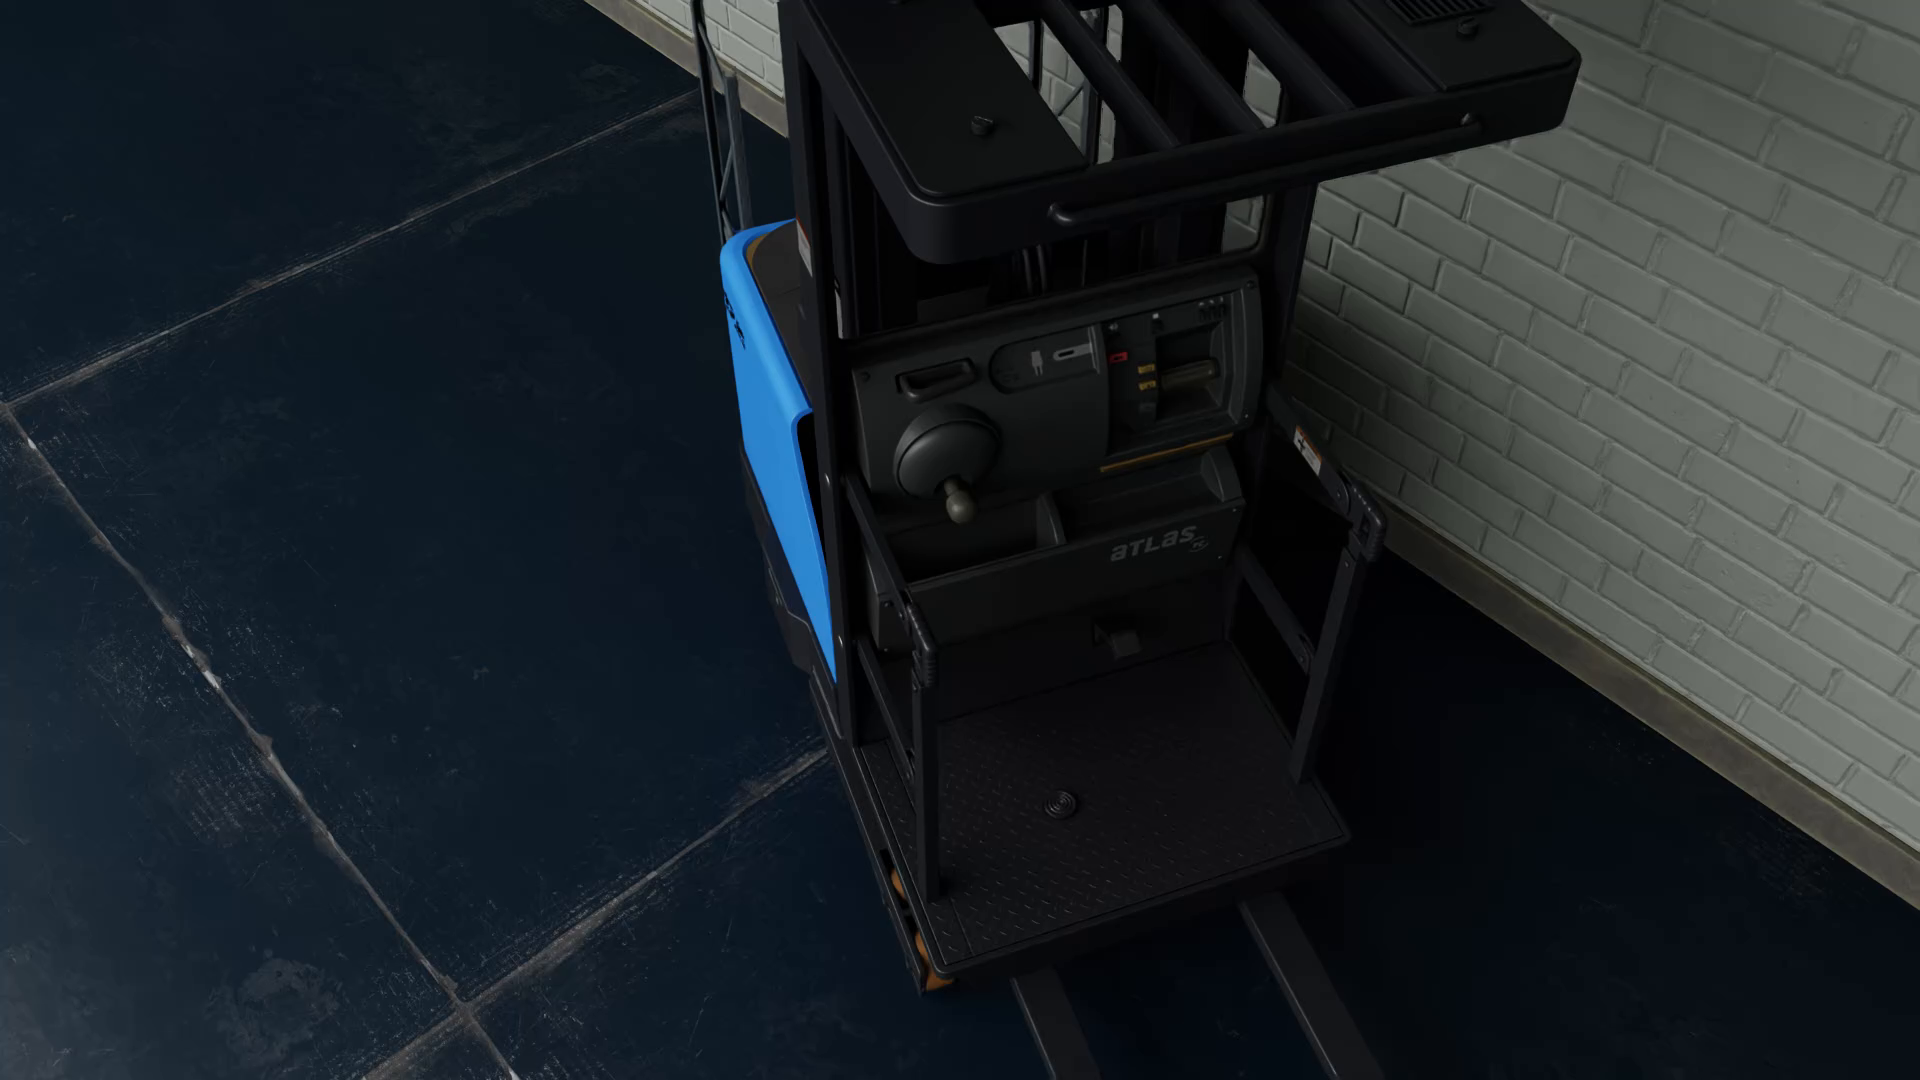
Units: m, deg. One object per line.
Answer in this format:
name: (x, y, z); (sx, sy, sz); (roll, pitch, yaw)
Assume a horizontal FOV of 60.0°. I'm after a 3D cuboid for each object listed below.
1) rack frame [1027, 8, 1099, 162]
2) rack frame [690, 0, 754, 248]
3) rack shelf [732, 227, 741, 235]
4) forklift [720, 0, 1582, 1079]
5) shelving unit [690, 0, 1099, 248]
rack frame: (0.300, -1.092, 5.237); (0.032, 1.500, 0.500); (-13, 49, -12)
rack frame: (-0.669, -0.864, 5.027); (0.032, 1.500, 0.500); (-13, 49, -12)
rack shelf: (-0.184, -0.856, 5.264); (1.000, 0.185, 0.538); (-13, 49, -12)
forklift: (0.300, -0.211, 3.450); (1.130, 2.935, 3.031); (-15, 49, -13)
shelving unit: (-0.184, -0.978, 5.132); (1.048, 1.500, 0.538); (-13, 49, -12)
